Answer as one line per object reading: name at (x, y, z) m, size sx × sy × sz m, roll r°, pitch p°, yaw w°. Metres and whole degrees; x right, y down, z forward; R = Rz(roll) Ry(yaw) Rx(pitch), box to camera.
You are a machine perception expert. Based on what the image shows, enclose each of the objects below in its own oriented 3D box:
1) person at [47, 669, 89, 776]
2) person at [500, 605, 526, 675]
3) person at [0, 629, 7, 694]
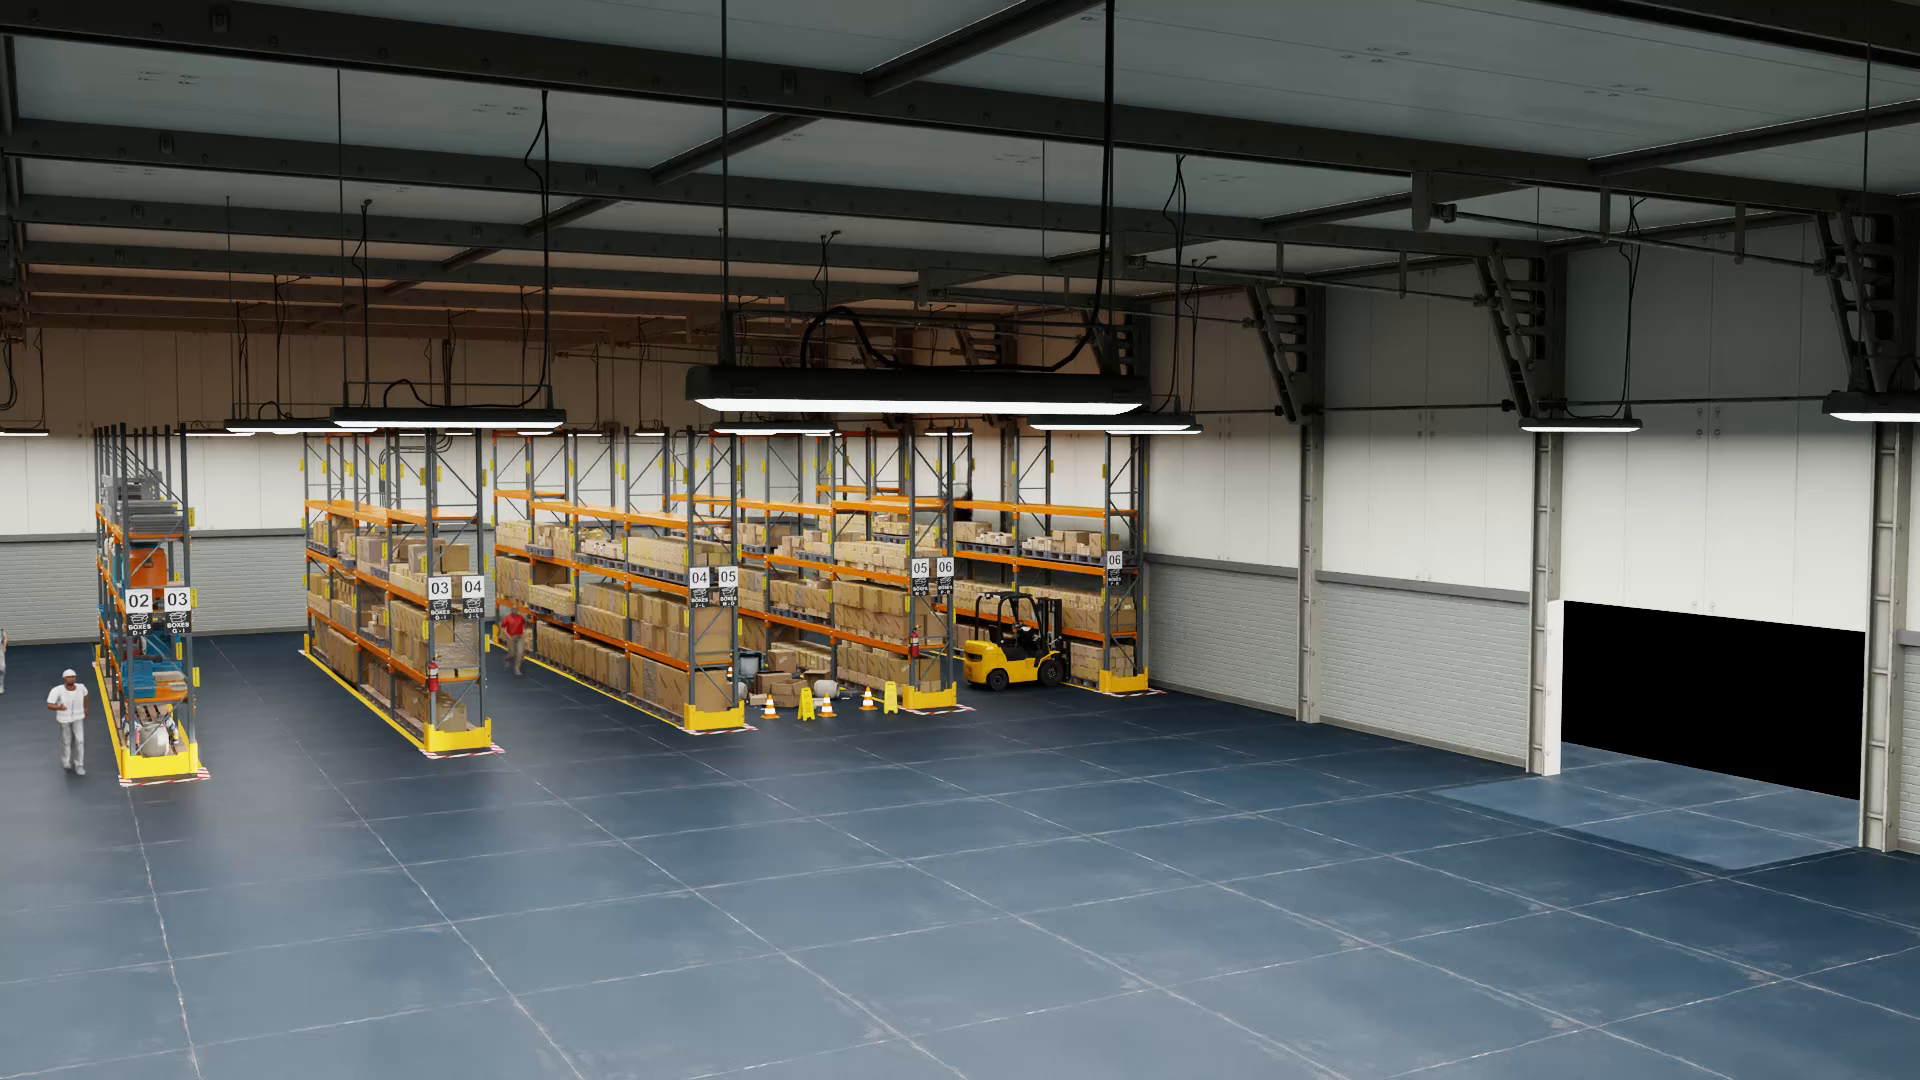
person at (-15.263, 3.114, 28.492) m, size 0.677 × 1.816 × 0.798 m, roll -3°, pitch 4°, yaw -36°
person at (-10.852, 2.428, 40.520) m, size 0.662 × 1.696 × 0.784 m, roll -2°, pitch 4°, yaw -34°
person at (-21.782, 2.616, 37.560) m, size 0.544 × 1.705 × 0.691 m, roll -3°, pitch 4°, yaw -39°
